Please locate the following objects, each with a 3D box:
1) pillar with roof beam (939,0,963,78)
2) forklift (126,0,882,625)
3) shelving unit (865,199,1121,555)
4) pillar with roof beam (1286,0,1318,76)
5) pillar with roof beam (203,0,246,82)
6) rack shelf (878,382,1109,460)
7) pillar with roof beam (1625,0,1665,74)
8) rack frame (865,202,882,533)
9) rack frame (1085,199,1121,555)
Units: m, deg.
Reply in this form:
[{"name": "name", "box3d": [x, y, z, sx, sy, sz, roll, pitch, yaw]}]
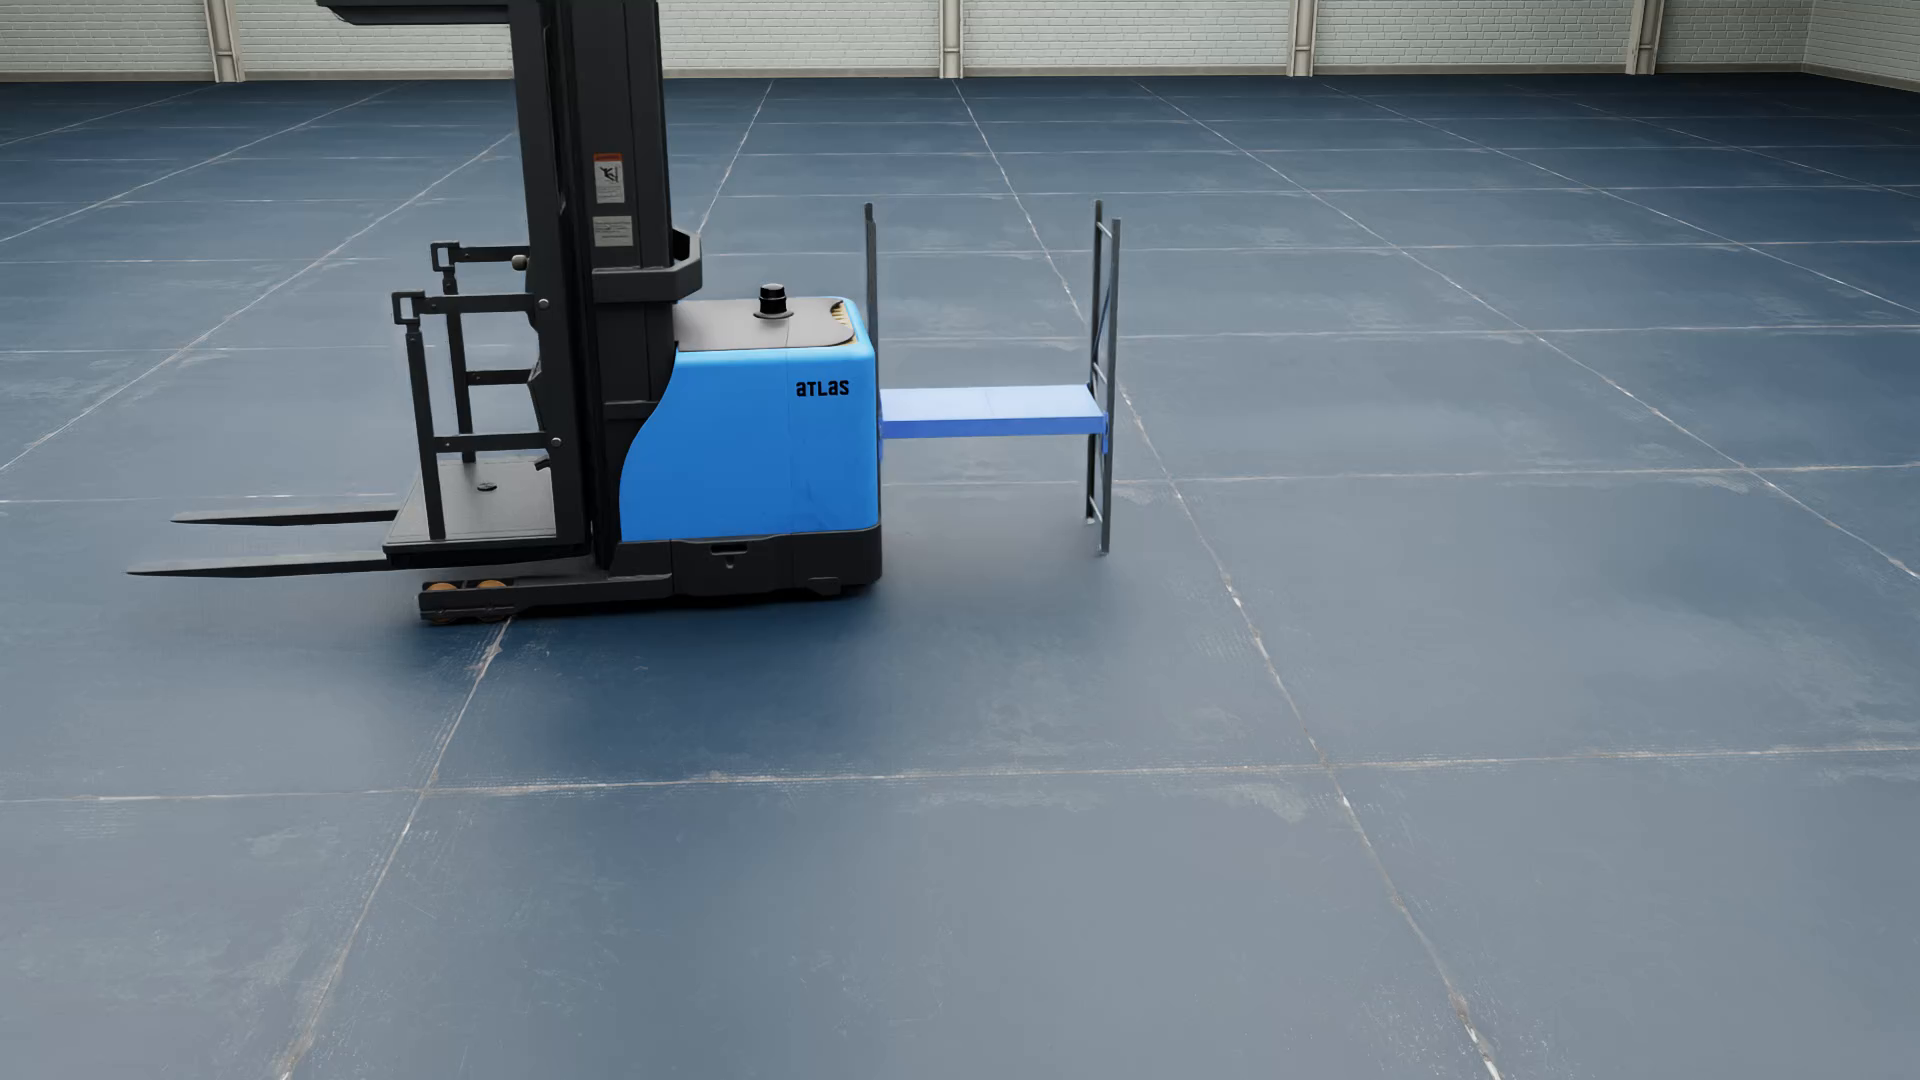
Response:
[{"name": "pillar with roof beam", "box3d": [0.094, -10.554, 22.694, 0.400, 9.000, 9.100, -1, 21, -3]}, {"name": "forklift", "box3d": [-1.890, -1.228, 6.727, 3.031, 2.935, 1.130, -3, 21, -8]}, {"name": "shelving unit", "box3d": [0.126, -0.707, 7.371, 1.048, 1.500, 0.538, -2, 21, -4]}, {"name": "pillar with roof beam", "box3d": [6.084, -10.676, 23.014, 0.400, 9.000, 9.100, -1, 21, -3]}, {"name": "pillar with roof beam", "box3d": [-11.886, -10.310, 22.054, 0.400, 9.000, 9.100, -1, 21, -3]}, {"name": "rack shelf", "box3d": [0.126, -0.539, 7.435, 1.000, 0.185, 0.538, -2, 21, -4]}, {"name": "pillar with roof beam", "box3d": [12.075, -10.797, 23.334, 0.400, 9.000, 9.100, -1, 21, -3]}, {"name": "rack frame", "box3d": [-0.381, -0.693, 7.332, 0.032, 1.500, 0.500, -2, 21, -4]}, {"name": "rack frame", "box3d": [0.632, -0.722, 7.410, 0.032, 1.500, 0.500, -2, 21, -4]}]
